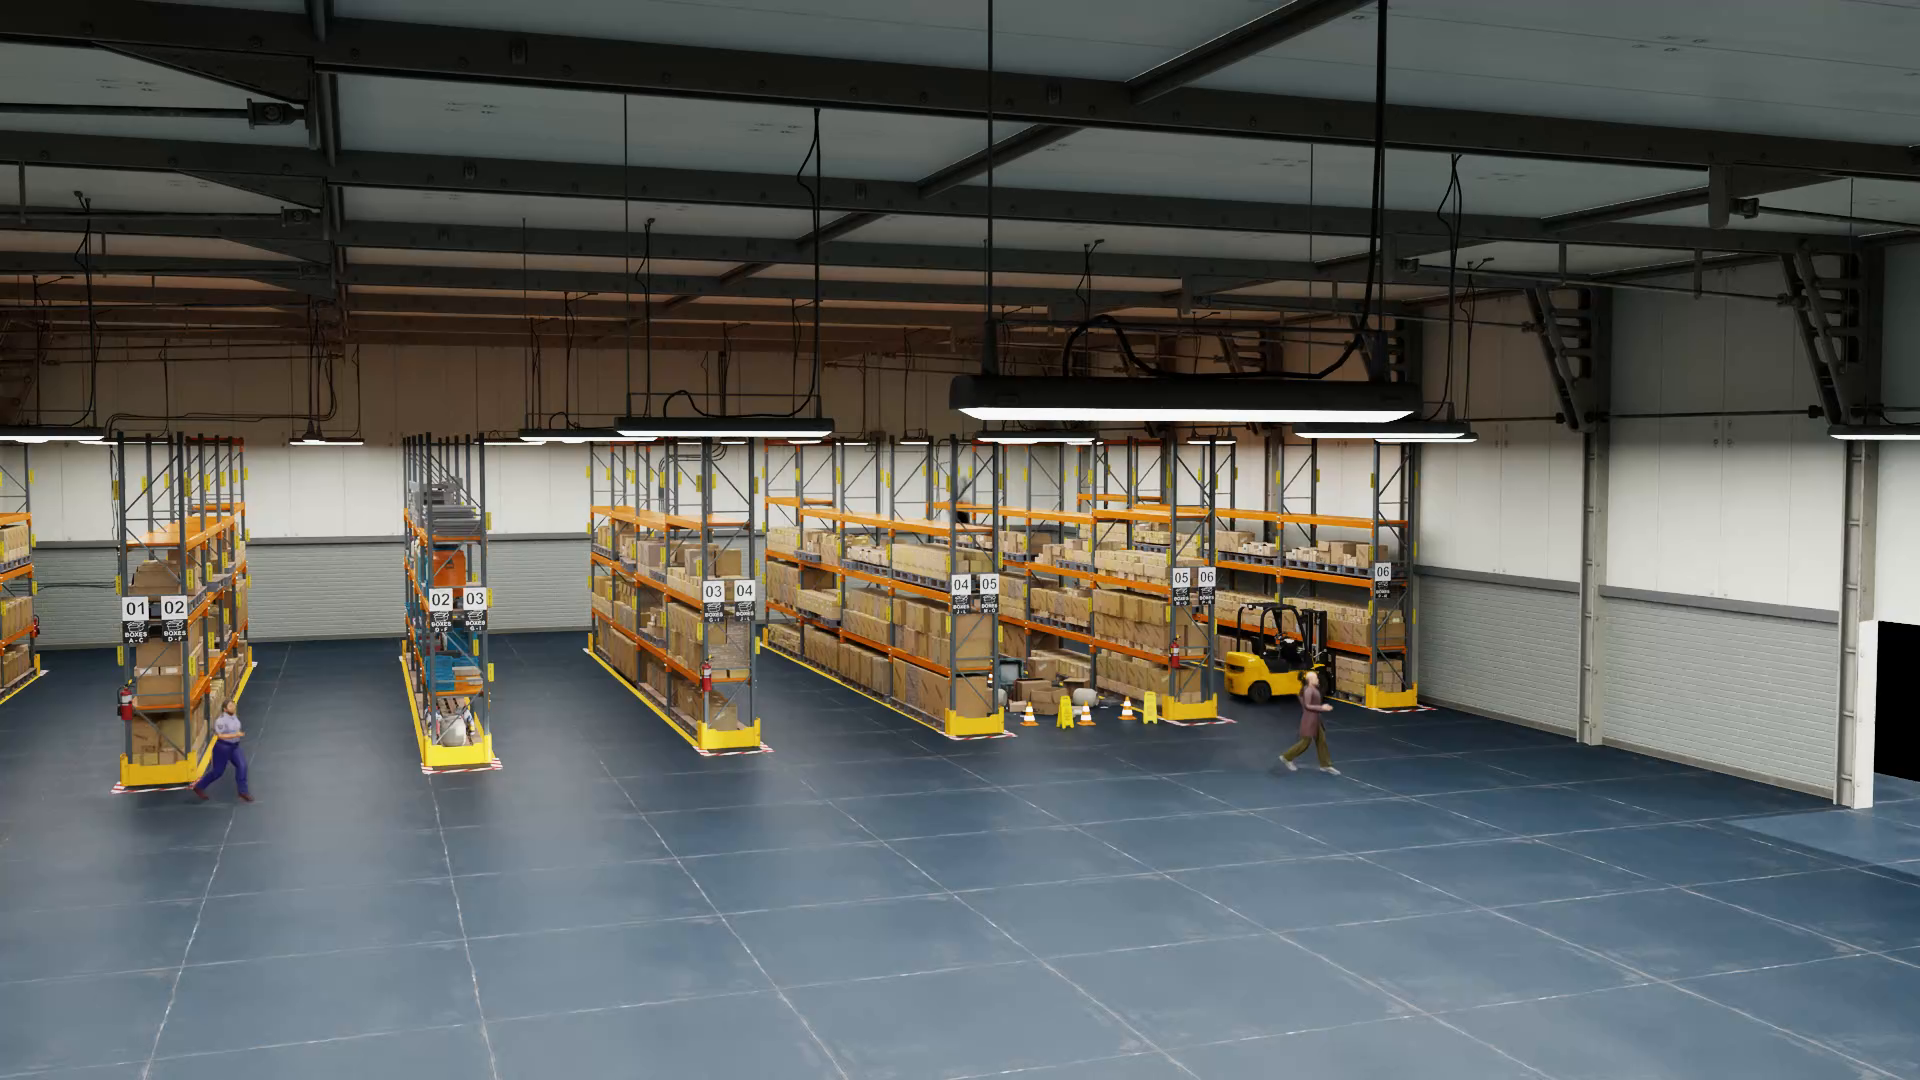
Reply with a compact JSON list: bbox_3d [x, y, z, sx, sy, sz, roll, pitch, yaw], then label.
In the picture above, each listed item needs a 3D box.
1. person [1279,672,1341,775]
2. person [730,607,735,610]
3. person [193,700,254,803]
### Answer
[{"bbox_3d":[6.116,3.197,29.052,1.057,1.790,0.709,1,3,25],"label":"person"},{"bbox_3d":[-6.322,2.292,46.212,0.689,1.737,0.679,0,3,-7],"label":"person"},{"bbox_3d":[-11.889,3.416,26.874,0.923,1.684,0.613,1,3,10],"label":"person"}]
